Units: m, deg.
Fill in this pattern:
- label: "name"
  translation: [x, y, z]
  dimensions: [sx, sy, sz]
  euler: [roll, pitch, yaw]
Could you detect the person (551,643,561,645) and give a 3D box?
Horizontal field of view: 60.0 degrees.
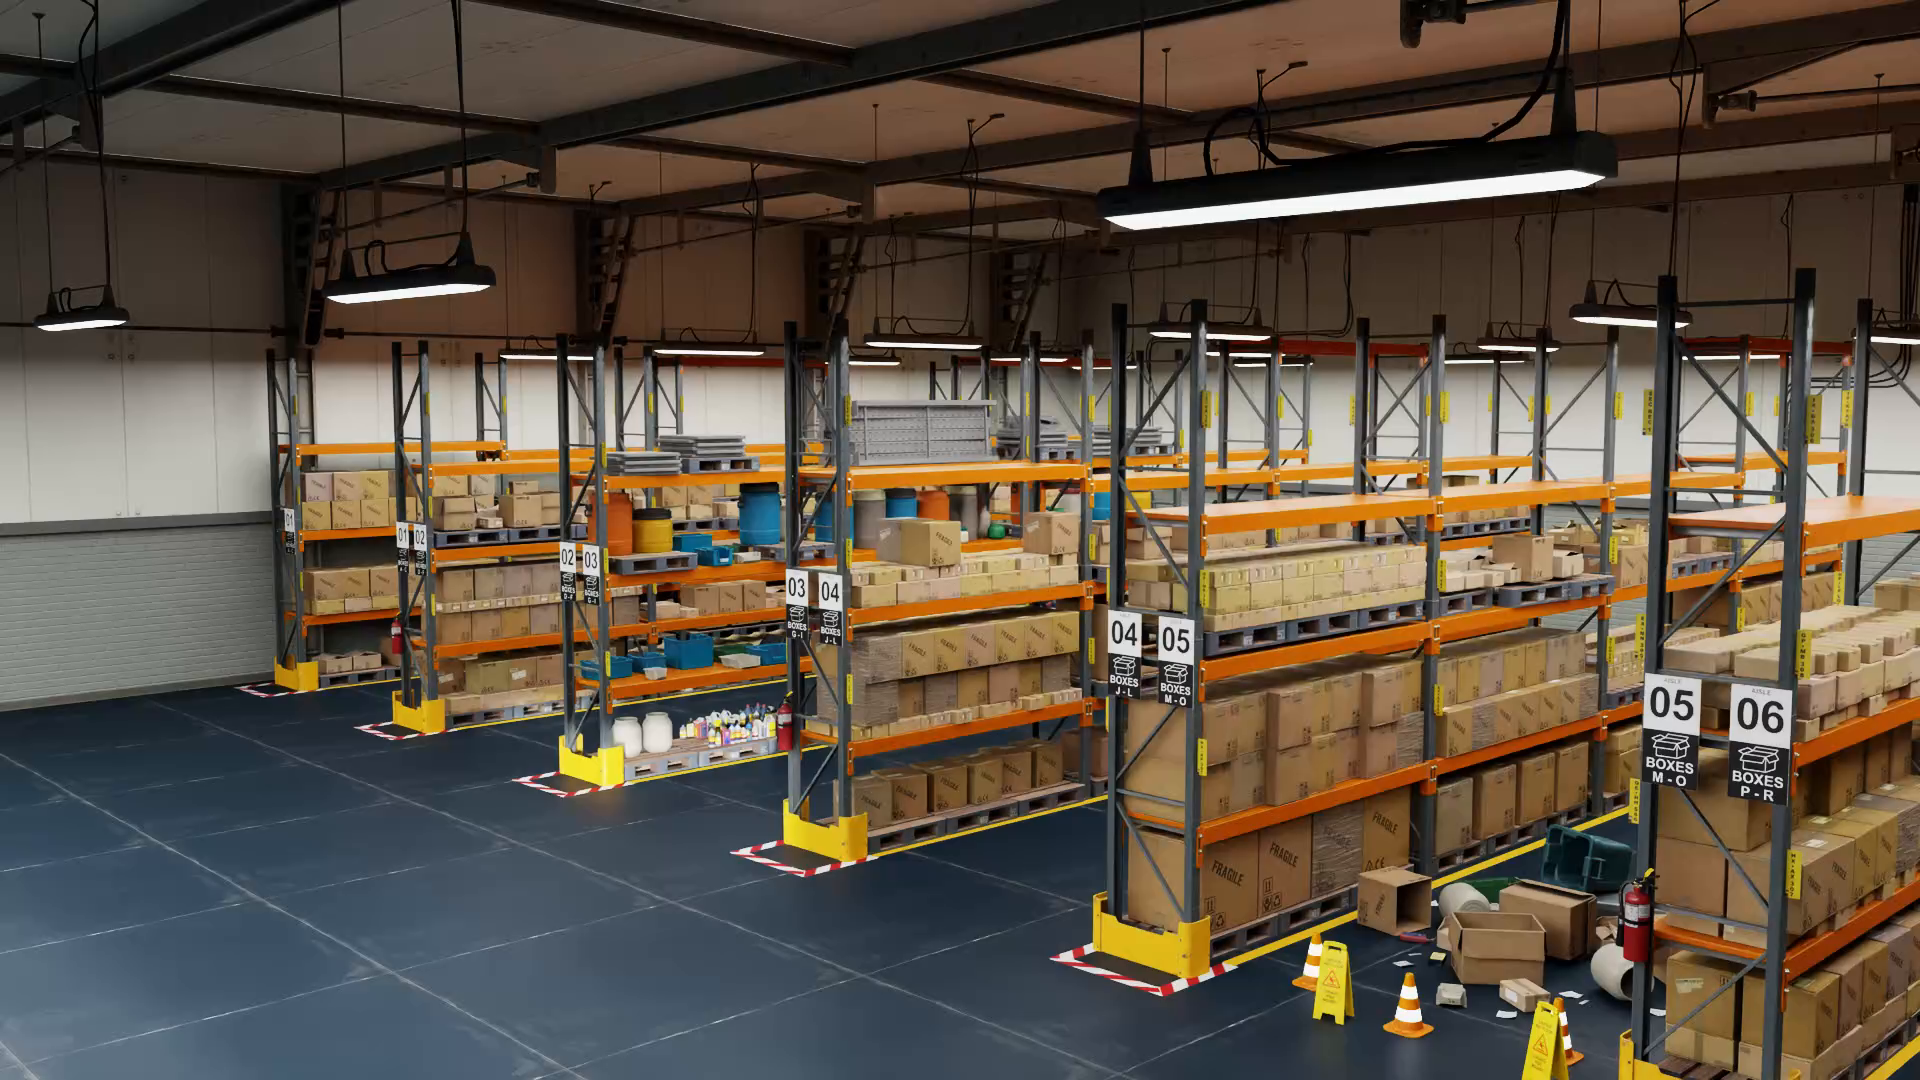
- label: "person"
  translation: [-7.210, 1.725, 30.118]
  dimensions: [0.540, 1.684, 0.378]
  euler: [-2, 5, -21]
